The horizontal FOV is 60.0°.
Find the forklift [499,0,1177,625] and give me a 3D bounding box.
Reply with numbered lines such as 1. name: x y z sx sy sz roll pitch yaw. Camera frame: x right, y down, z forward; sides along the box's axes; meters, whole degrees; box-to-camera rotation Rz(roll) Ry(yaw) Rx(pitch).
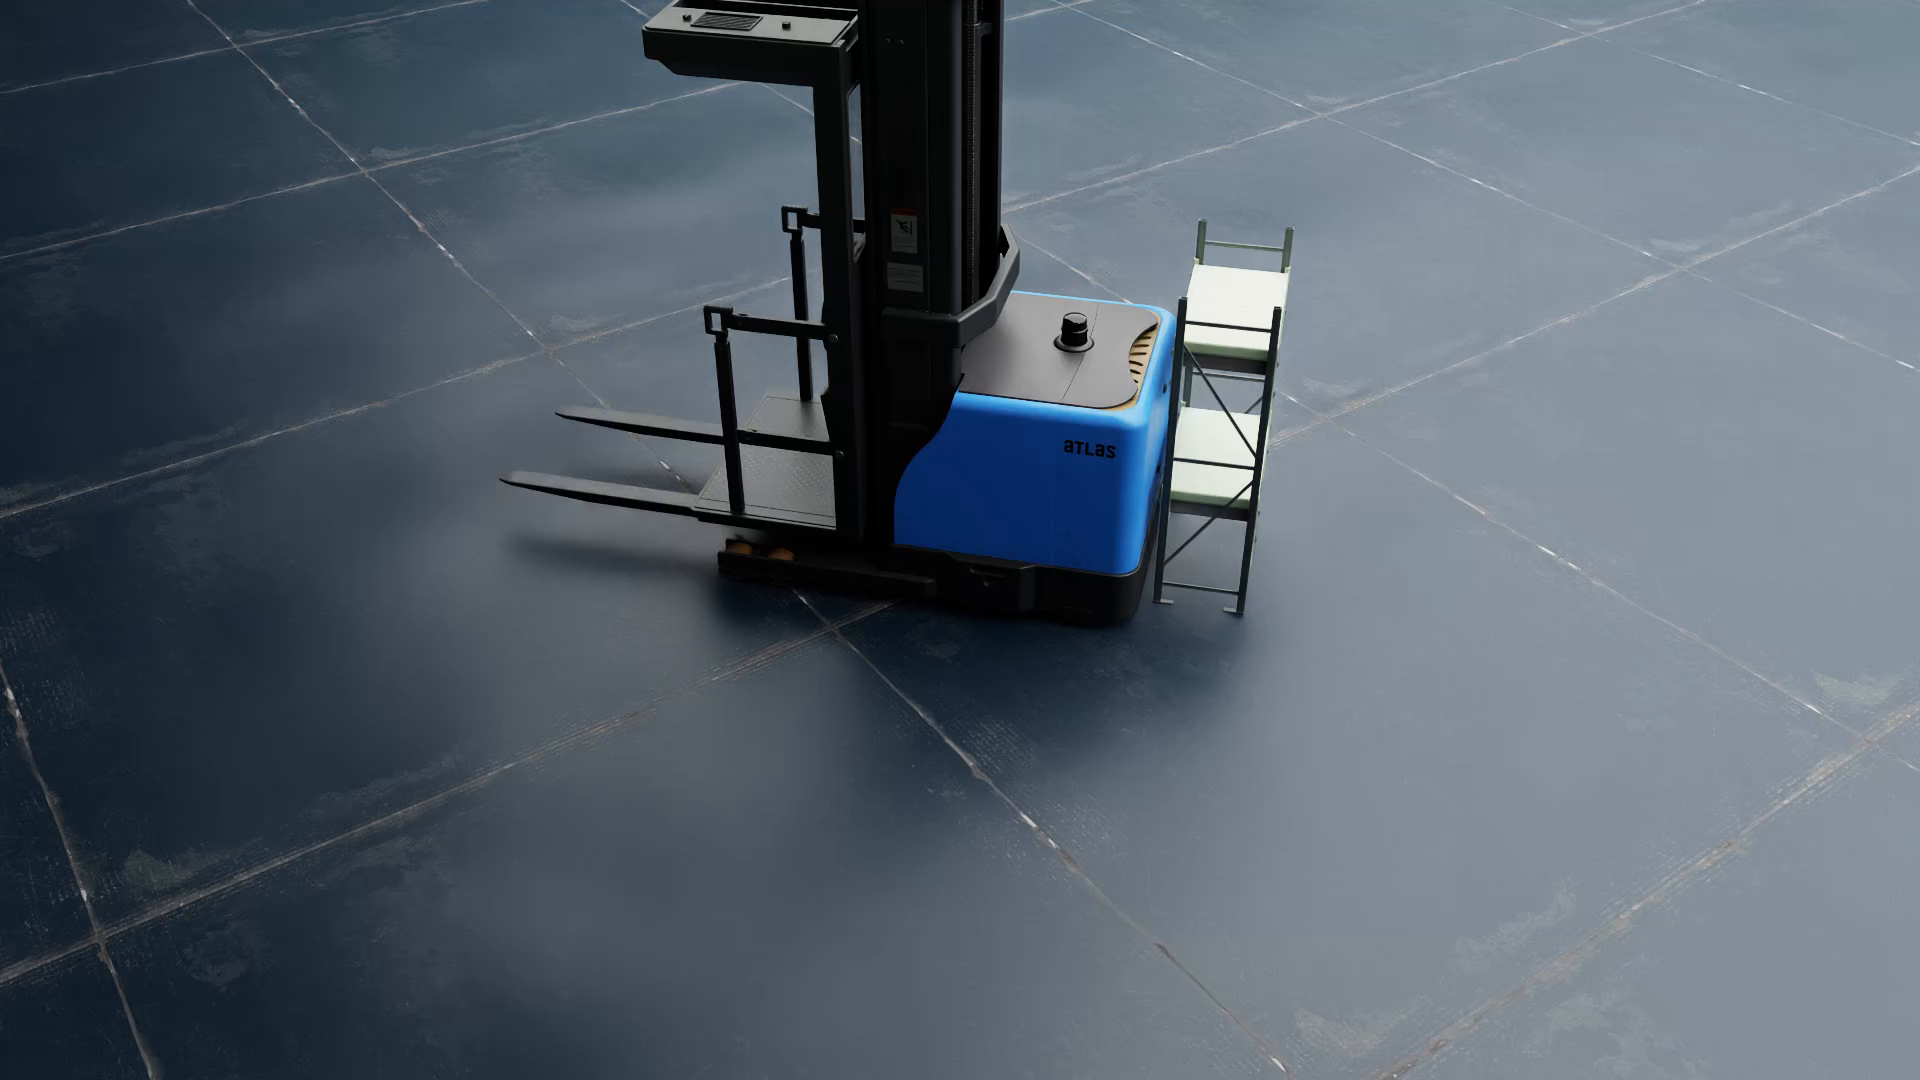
1. forklift: -0.605 -1.275 7.013 3.031 2.935 1.130 8 36 11

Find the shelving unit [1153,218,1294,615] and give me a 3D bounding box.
1. shelving unit: 1.132 -0.522 7.191 0.431 1.500 0.755 8 36 10

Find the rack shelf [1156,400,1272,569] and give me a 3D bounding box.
1. rack shelf: 1.132 -0.257 7.382 0.431 0.370 0.720 8 36 10

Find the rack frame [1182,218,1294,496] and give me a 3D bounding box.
1. rack frame: 1.213 -0.730 7.481 0.400 1.500 0.023 8 36 10

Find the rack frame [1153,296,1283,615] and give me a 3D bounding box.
1. rack frame: 1.052 -0.314 6.902 0.400 1.500 0.023 8 36 10

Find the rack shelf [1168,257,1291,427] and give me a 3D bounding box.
1. rack shelf: 1.132 -0.839 6.963 0.431 0.370 0.720 8 36 10
